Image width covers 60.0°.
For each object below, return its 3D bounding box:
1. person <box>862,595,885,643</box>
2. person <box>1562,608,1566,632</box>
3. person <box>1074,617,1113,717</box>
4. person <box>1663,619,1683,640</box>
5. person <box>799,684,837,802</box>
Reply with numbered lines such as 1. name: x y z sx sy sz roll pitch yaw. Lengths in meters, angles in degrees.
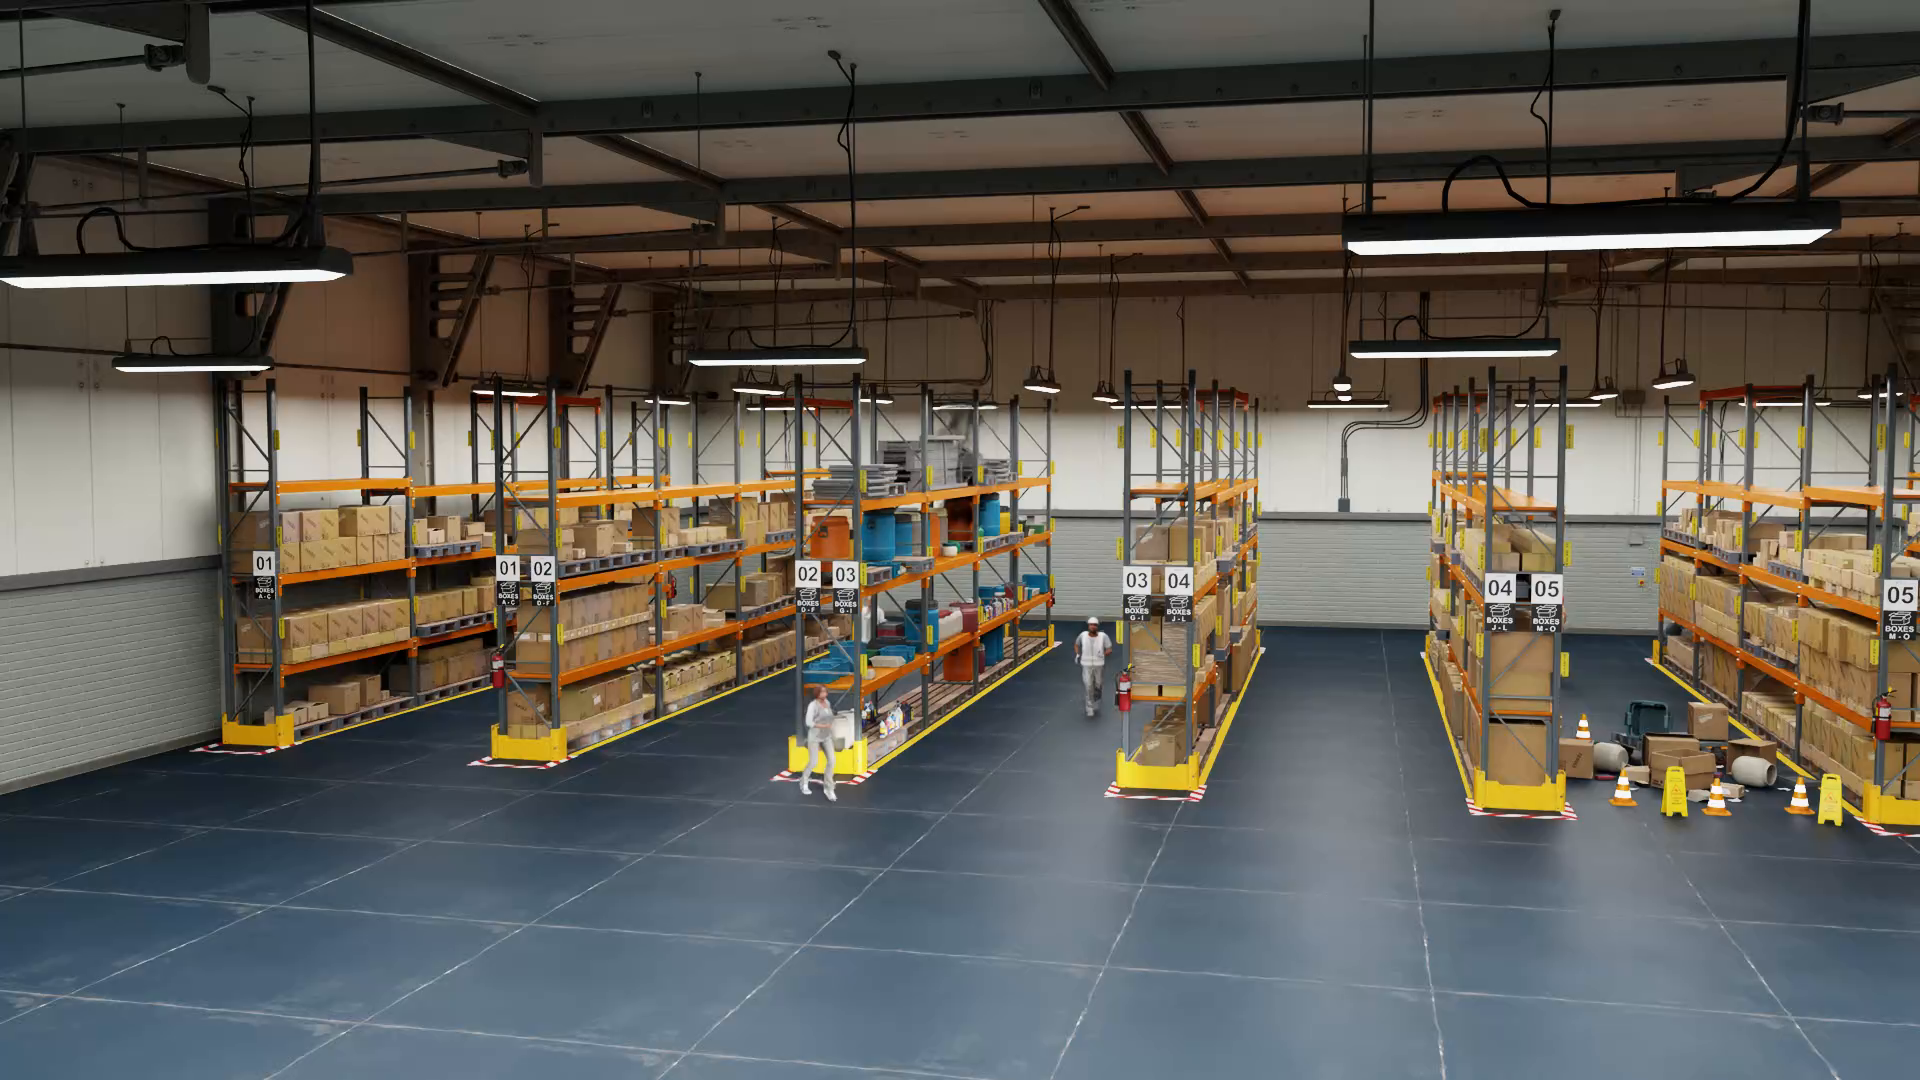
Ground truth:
1. person: -1.908 2.033 34.895 0.692 1.742 0.656 0 3 4
2. person: 12.572 1.946 35.534 0.661 1.769 0.993 0 3 8
3. person: 2.422 2.288 30.238 0.703 1.774 0.821 0 3 4
4. person: 16.540 1.860 38.442 0.641 1.667 0.800 2 4 36
5. person: -1.959 2.820 23.176 0.557 1.658 0.739 -3 5 -44
